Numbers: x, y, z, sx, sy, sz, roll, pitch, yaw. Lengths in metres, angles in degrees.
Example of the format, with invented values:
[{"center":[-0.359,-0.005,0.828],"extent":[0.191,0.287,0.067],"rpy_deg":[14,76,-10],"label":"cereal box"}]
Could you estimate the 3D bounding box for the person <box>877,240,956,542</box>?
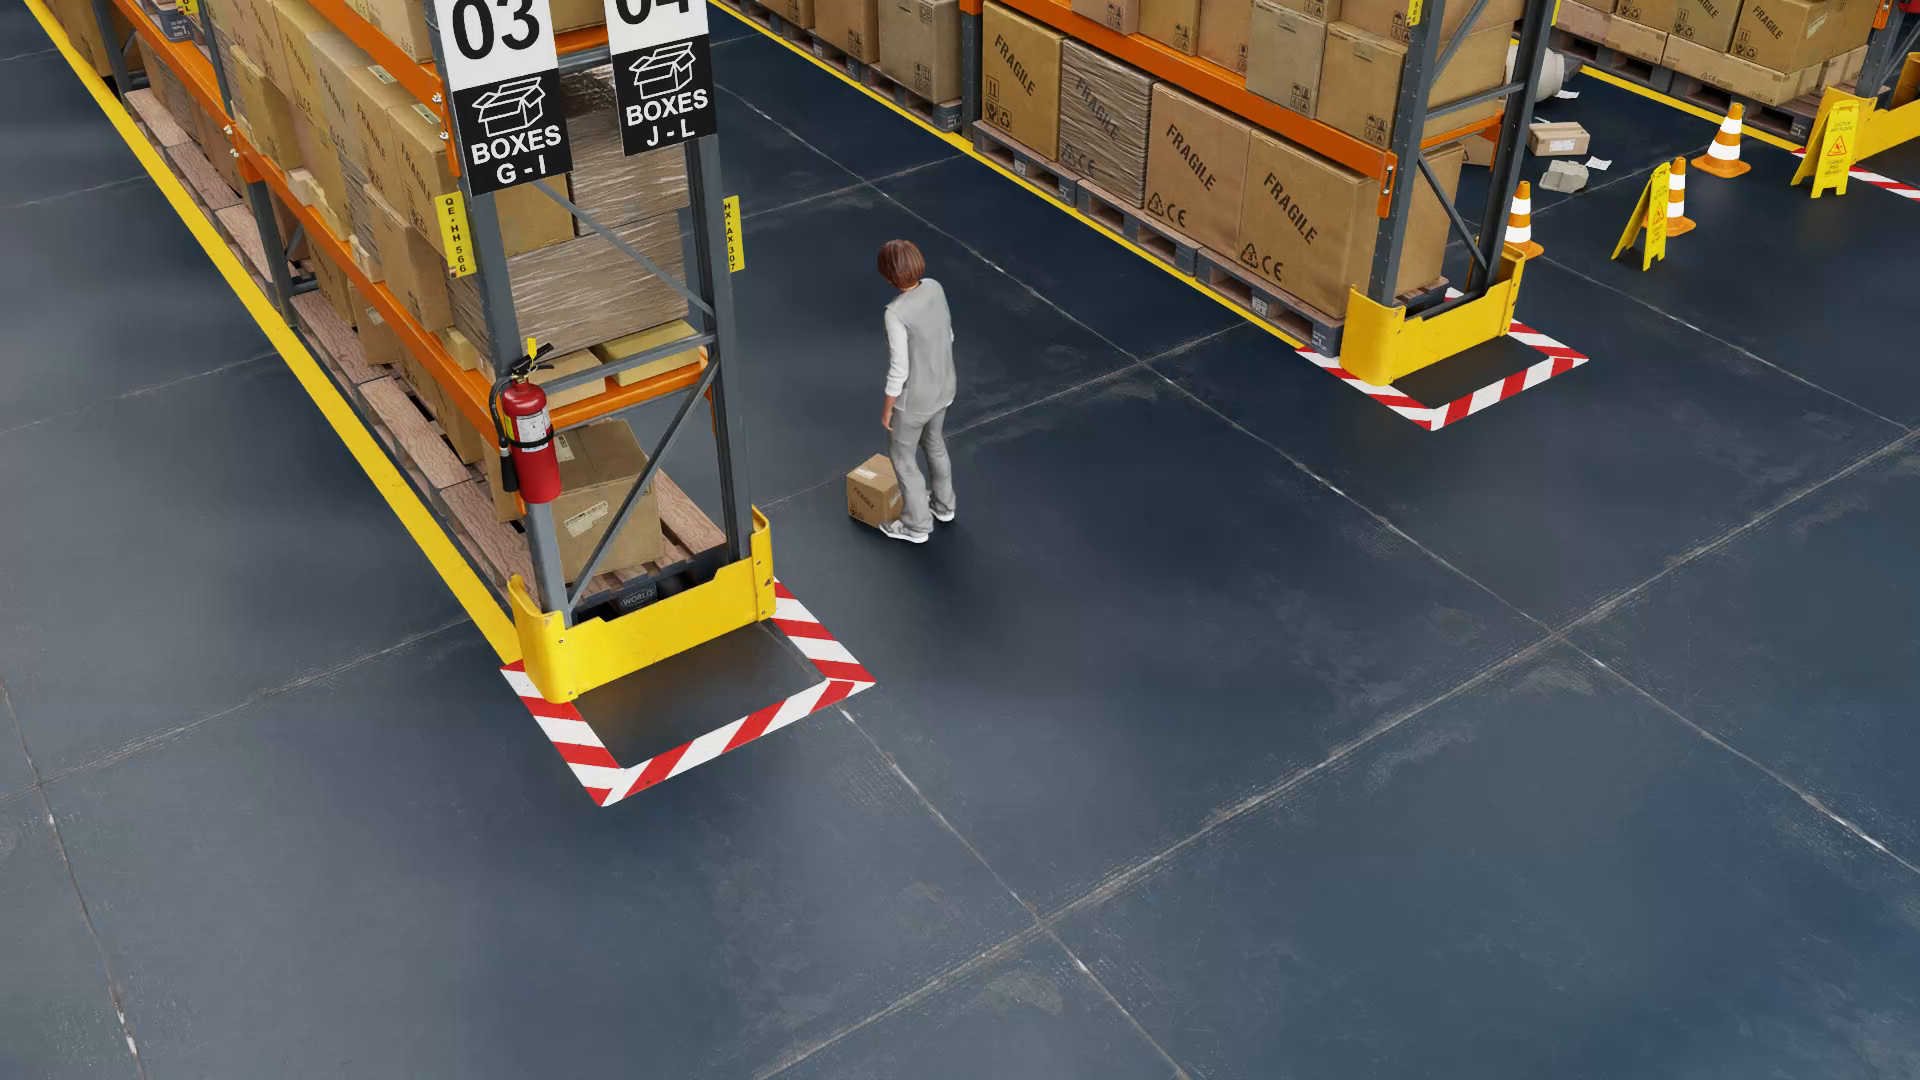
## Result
[{"center":[-0.202,-0.696,7.937],"extent":[0.345,1.592,0.486],"rpy_deg":[23,43,28],"label":"person"}]
